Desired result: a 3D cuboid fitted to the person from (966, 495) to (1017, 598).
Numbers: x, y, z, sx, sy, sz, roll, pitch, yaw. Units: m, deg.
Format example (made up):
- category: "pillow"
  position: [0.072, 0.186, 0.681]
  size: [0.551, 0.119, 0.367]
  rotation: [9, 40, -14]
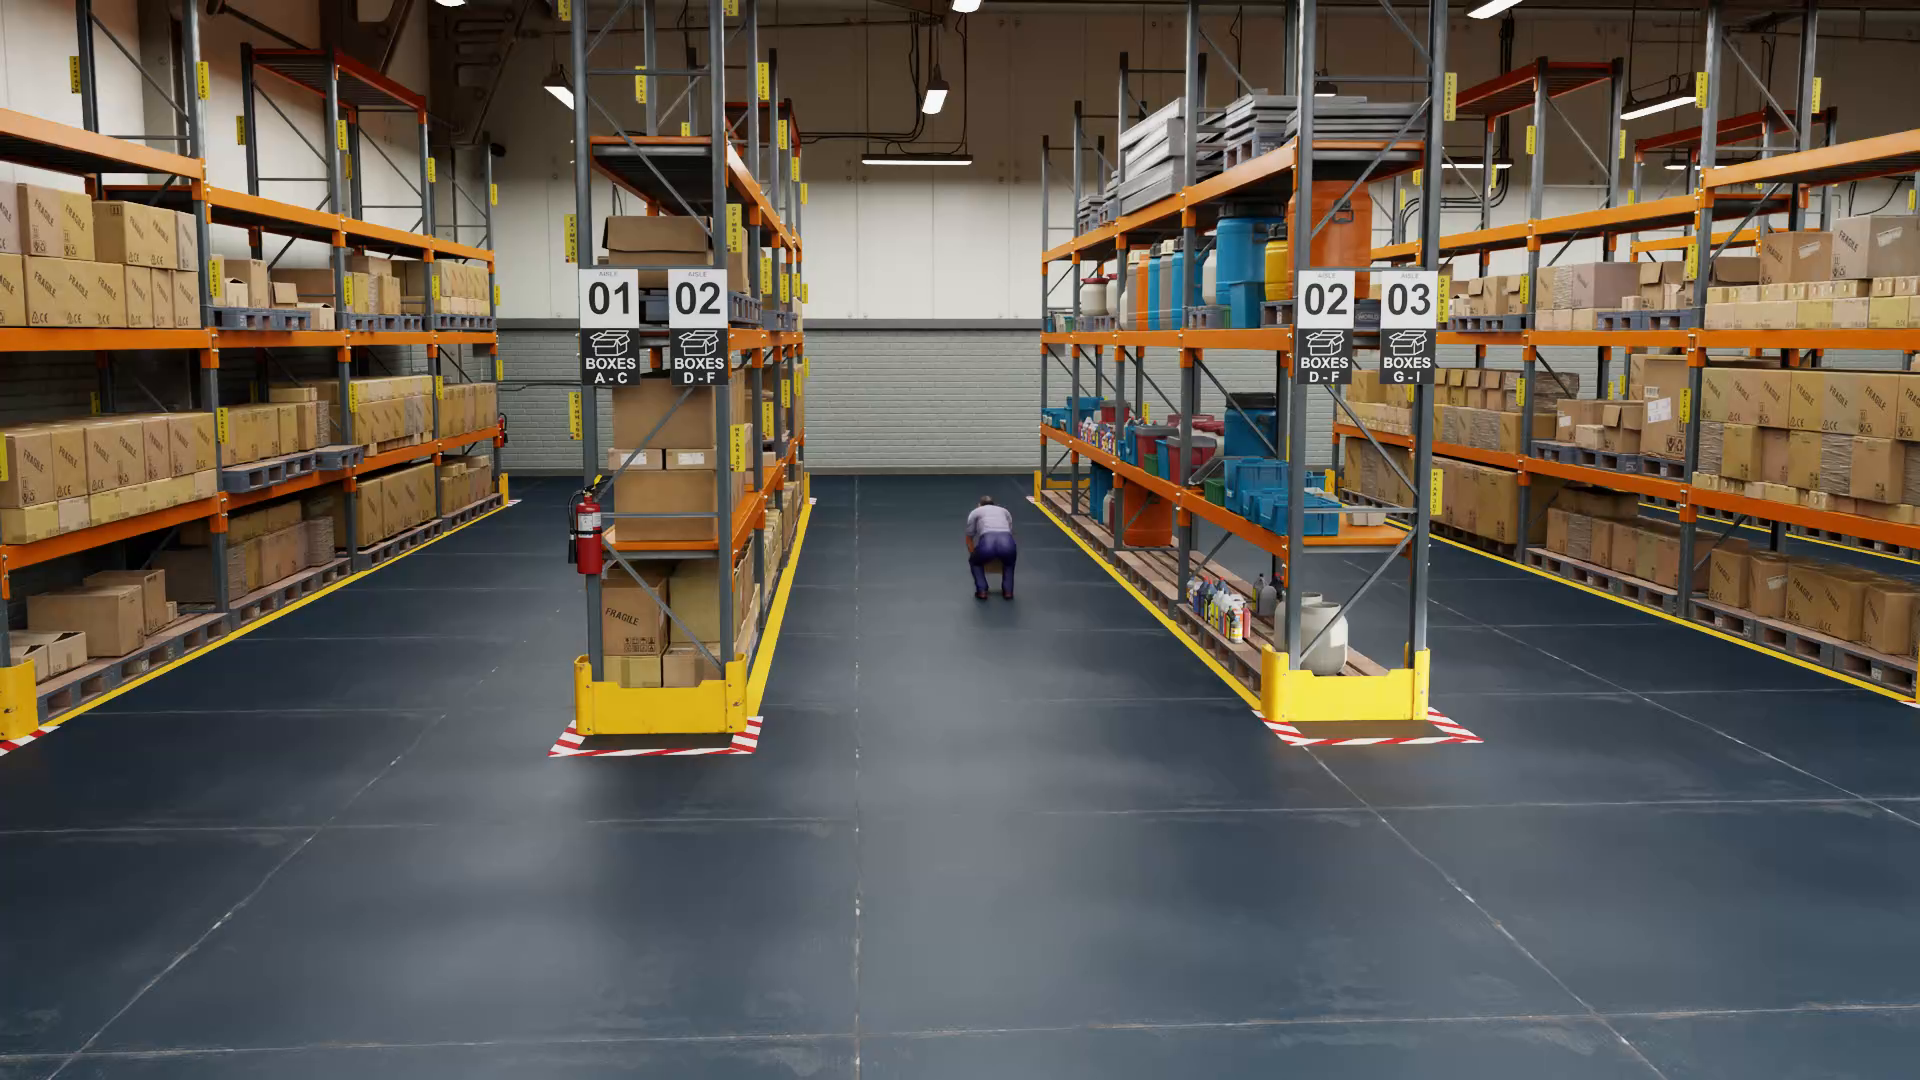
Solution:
- category: "person"
  position: [0.338, 0.077, 17.666]
  size: [0.531, 1.053, 0.783]
  rotation: [0, 7, -4]
